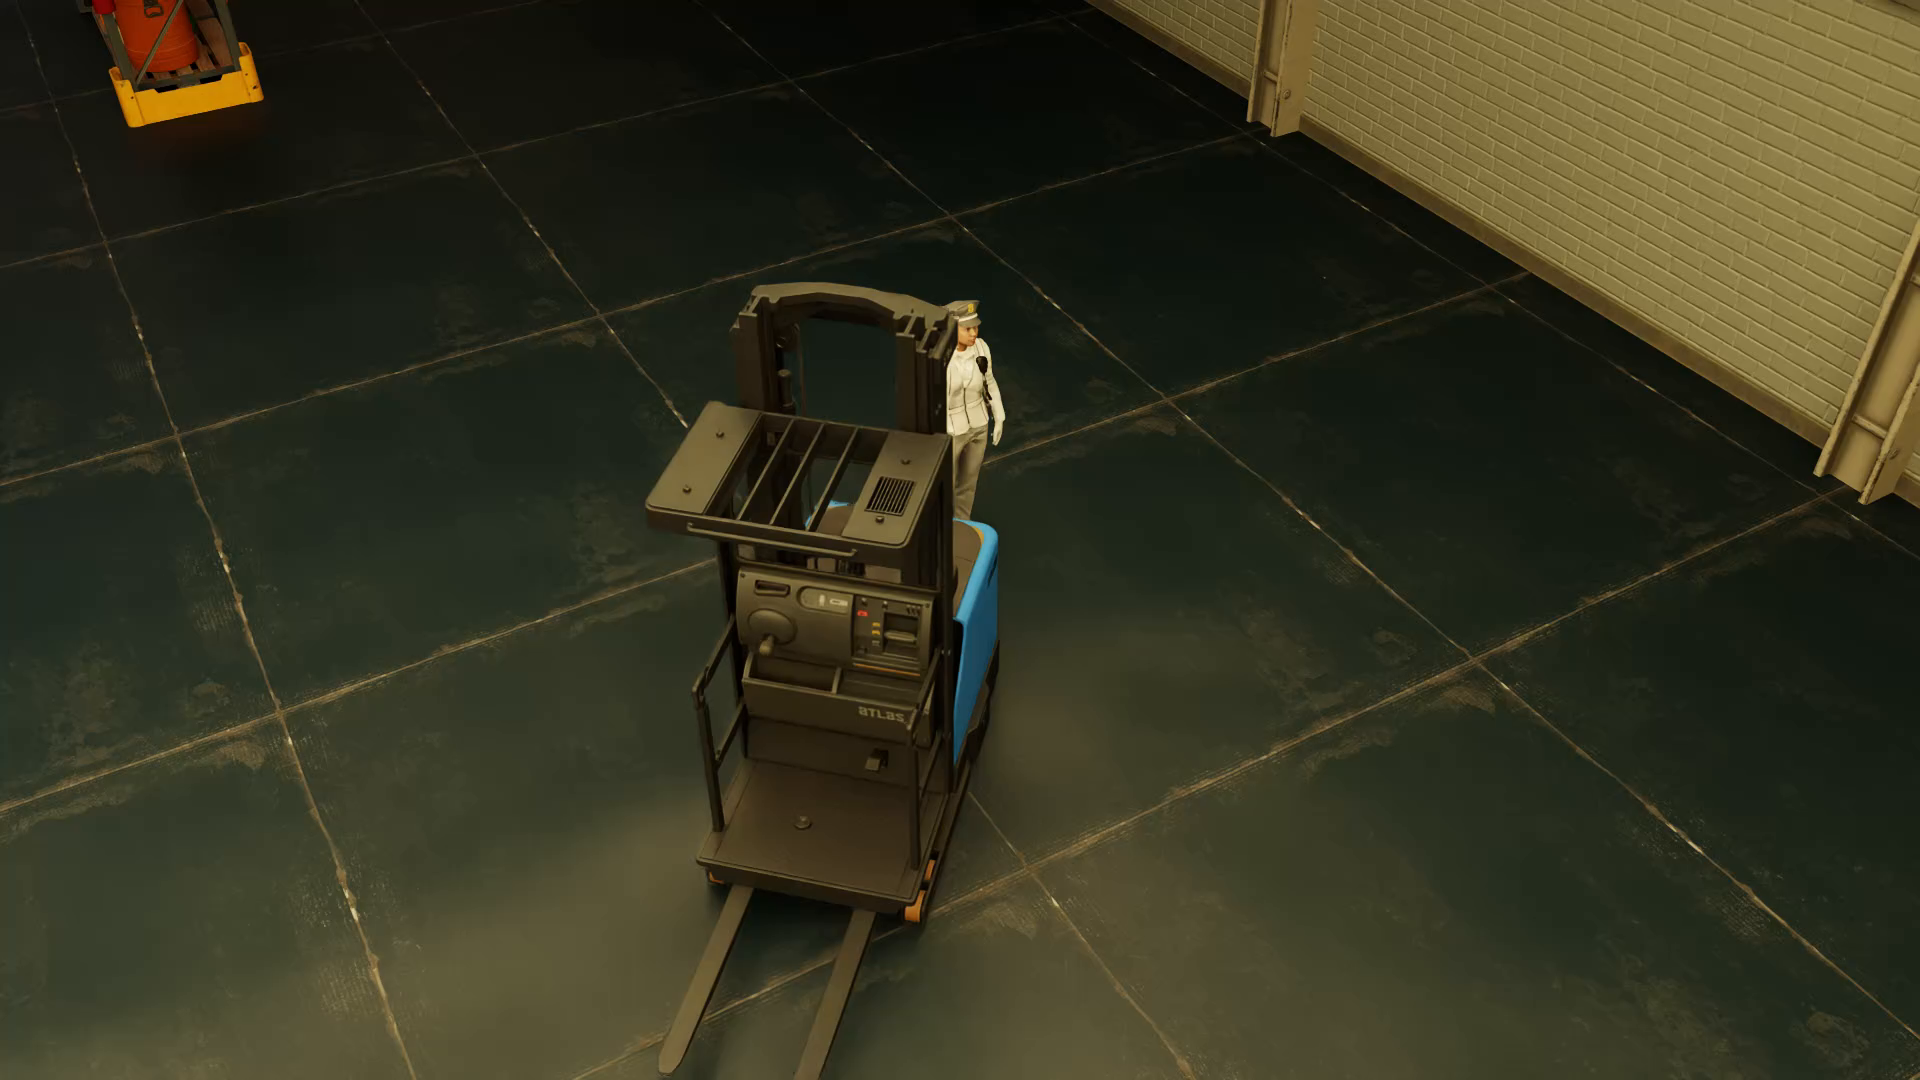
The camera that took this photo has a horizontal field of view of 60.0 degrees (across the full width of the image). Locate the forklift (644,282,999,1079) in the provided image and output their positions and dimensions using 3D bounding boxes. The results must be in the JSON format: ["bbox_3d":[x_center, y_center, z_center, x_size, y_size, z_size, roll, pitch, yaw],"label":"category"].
[{"bbox_3d":[-0.629,0.458,7.484,1.130,2.935,3.031,9,40,10],"label":"forklift"}]

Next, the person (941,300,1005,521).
[{"bbox_3d":[0.028,-0.618,9.738,0.586,1.694,0.531,-20,44,-23],"label":"person"}]
